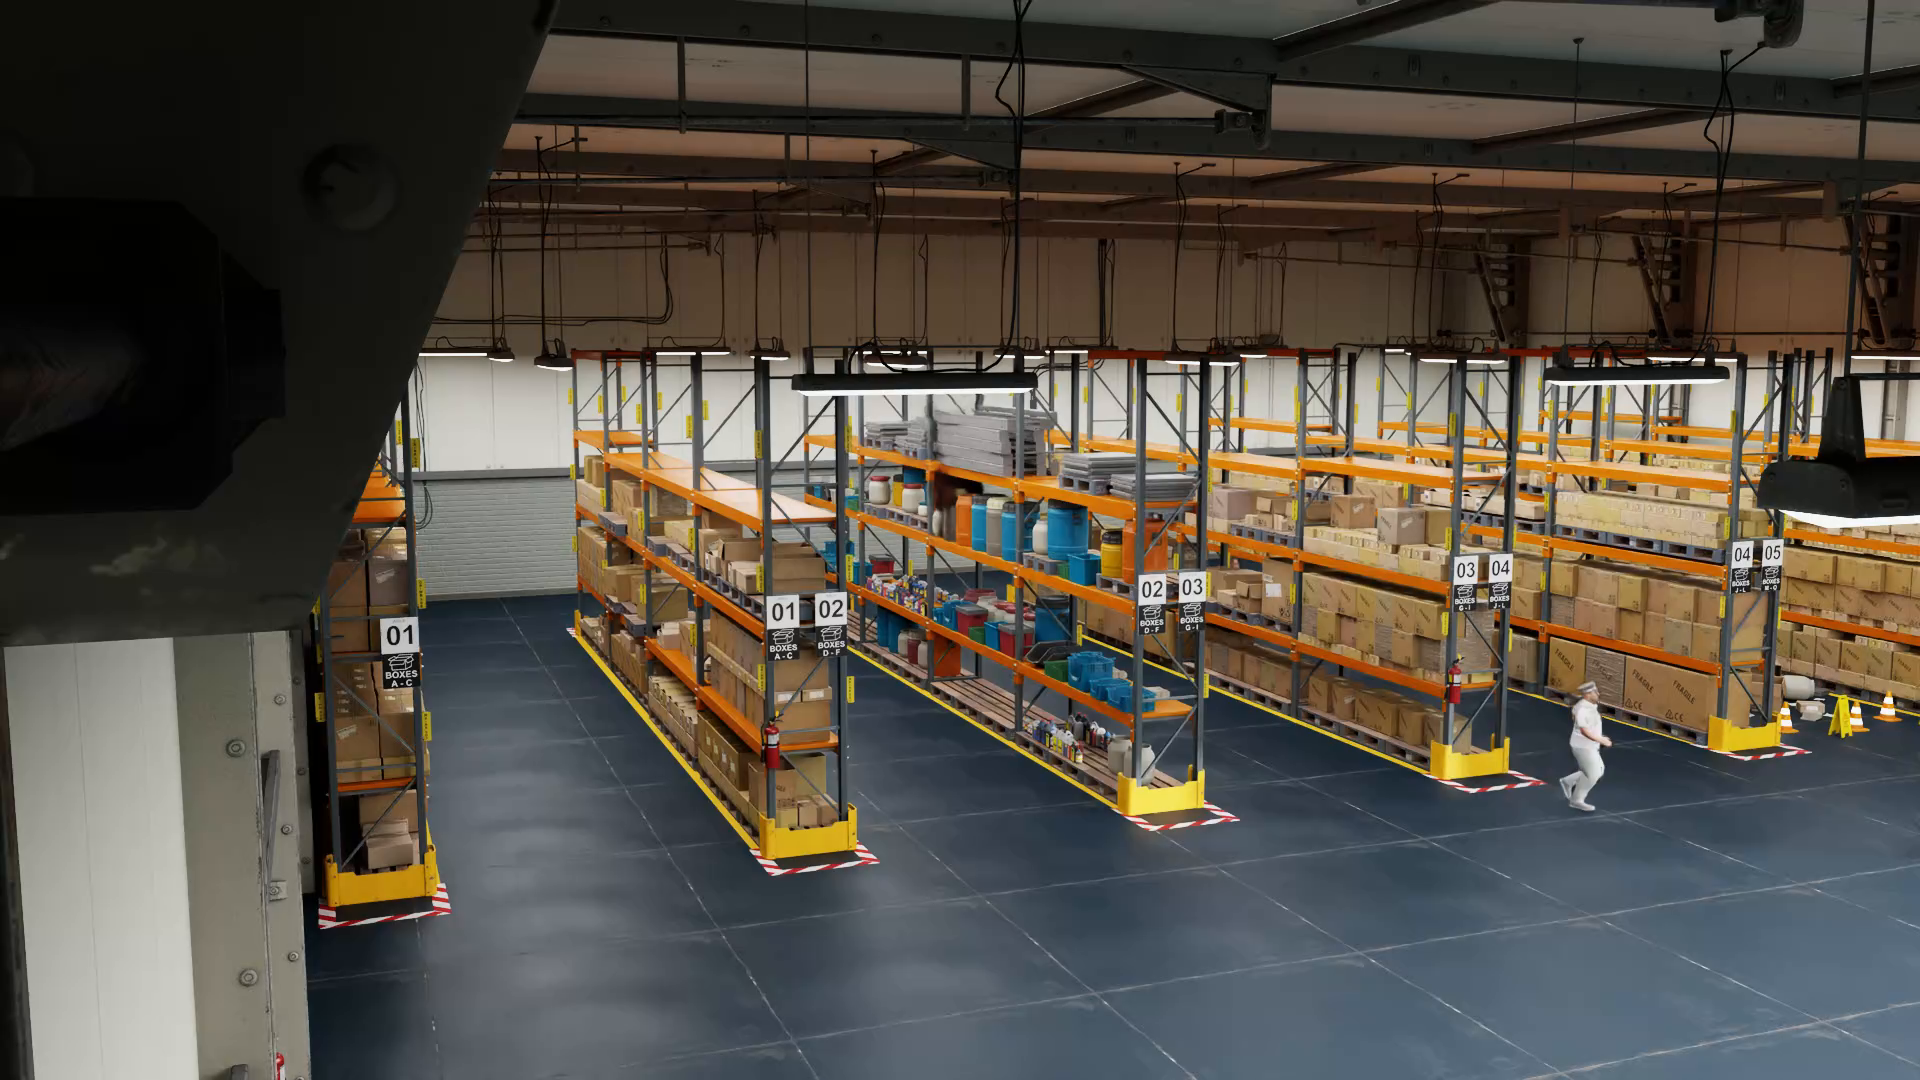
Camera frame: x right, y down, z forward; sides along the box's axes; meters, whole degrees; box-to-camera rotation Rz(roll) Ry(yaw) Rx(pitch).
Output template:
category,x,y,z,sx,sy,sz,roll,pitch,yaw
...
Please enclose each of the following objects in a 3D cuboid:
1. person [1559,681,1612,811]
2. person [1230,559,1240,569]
category,x,y,z,sx,sy,sz,roll,pitch,yaw
person,8.341,2.725,22.159,0.625,1.742,0.691,3,8,19
person,5.571,1.244,33.932,0.665,1.746,0.899,-4,8,-29
